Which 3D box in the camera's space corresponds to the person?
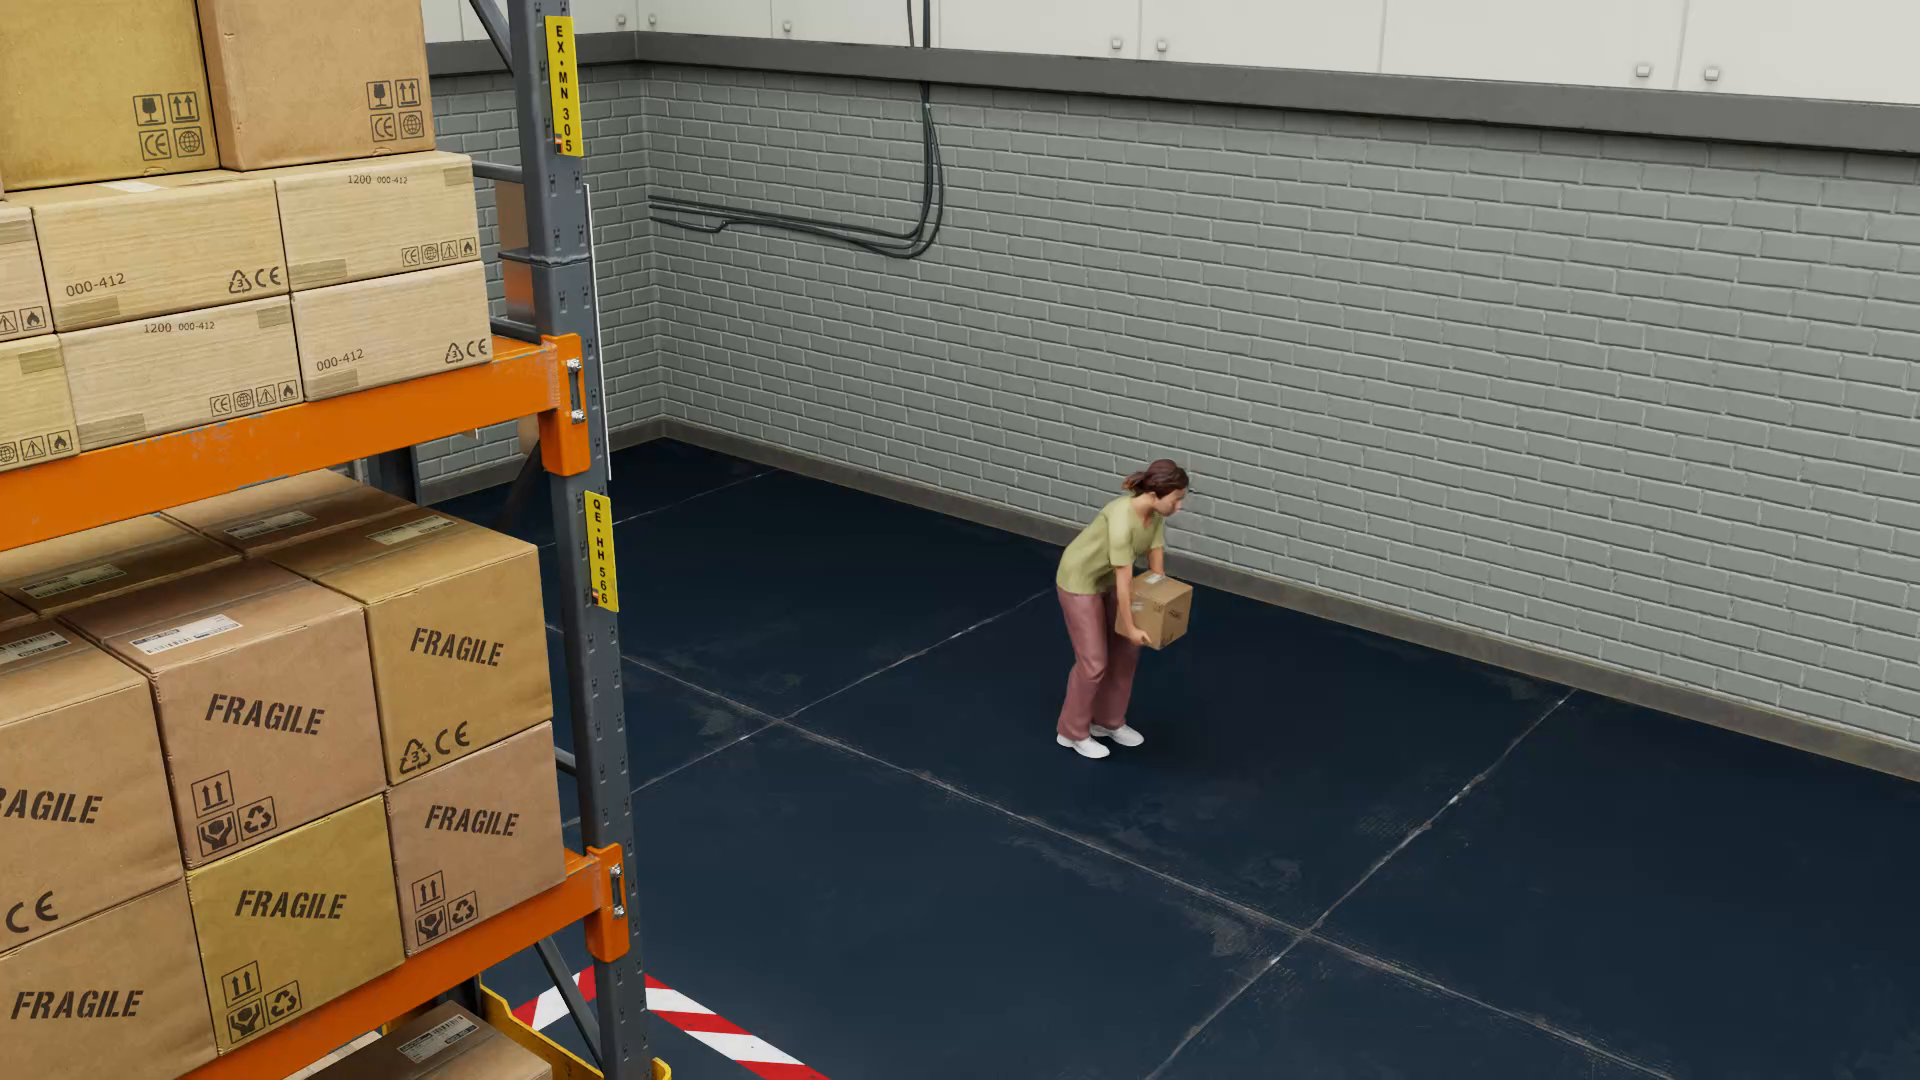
[{"bbox_3d":[0.771,0.312,7.945,0.636,1.533,0.411,15,25,35],"label":"person"}]
